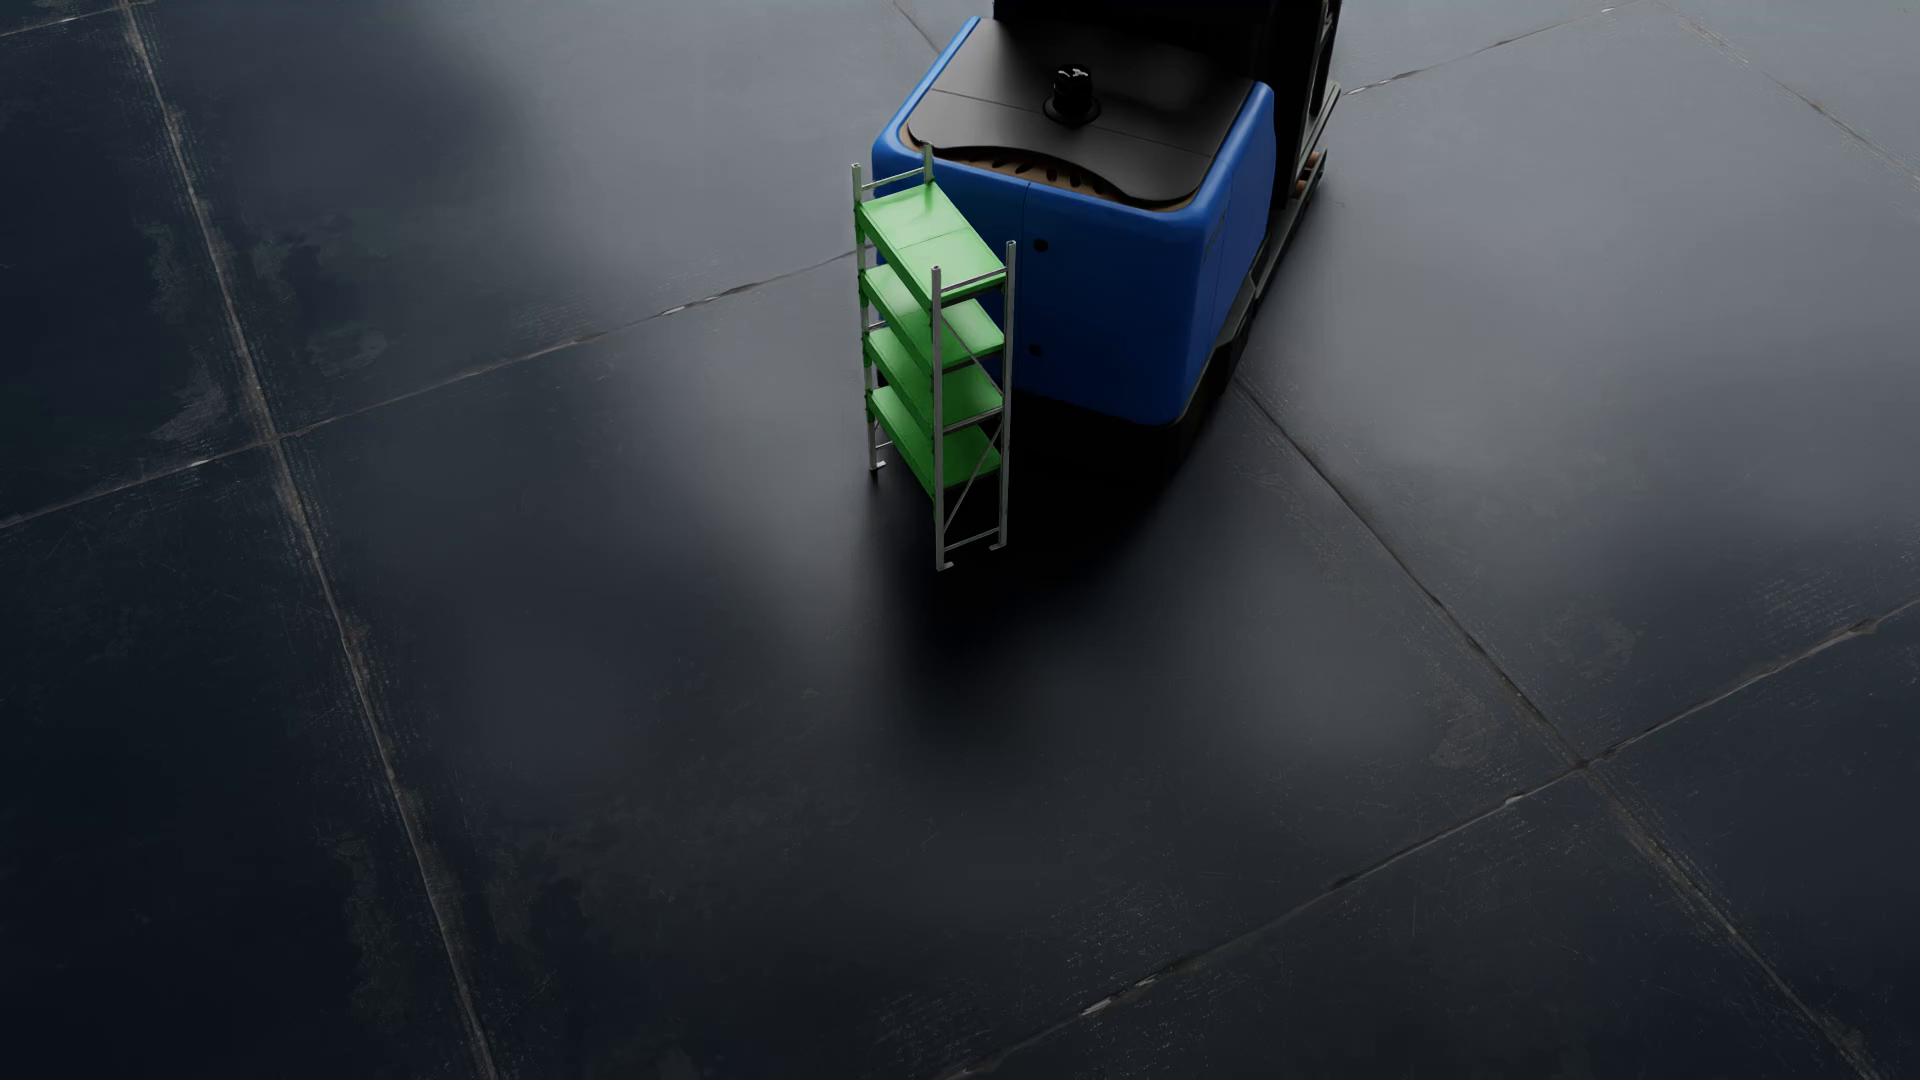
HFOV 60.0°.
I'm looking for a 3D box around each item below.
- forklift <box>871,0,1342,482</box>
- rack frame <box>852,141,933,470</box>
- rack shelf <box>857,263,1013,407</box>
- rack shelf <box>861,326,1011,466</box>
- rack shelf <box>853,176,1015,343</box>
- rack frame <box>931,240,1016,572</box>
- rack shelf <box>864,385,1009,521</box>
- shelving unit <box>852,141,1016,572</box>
[{"bbox_3d":[0.760,-2.280,5.297,1.130,2.935,3.031,17,51,15],"label":"forklift"},{"bbox_3d":[-0.187,-0.669,5.038,0.240,1.200,0.015,-21,52,-18],"label":"rack frame"},{"bbox_3d":[-0.076,-0.622,4.763,0.258,0.148,0.480,-21,52,-18],"label":"rack shelf"},{"bbox_3d":[-0.076,-0.464,4.943,0.258,0.148,0.480,-21,52,-18],"label":"rack shelf"},{"bbox_3d":[-0.076,-0.780,4.582,0.258,0.148,0.480,-21,52,-18],"label":"rack shelf"},{"bbox_3d":[0.036,-0.342,4.752,0.240,1.200,0.015,-21,52,-18],"label":"rack frame"},{"bbox_3d":[-0.076,-0.306,5.124,0.258,0.148,0.480,-21,52,-18],"label":"rack shelf"},{"bbox_3d":[-0.076,-0.506,4.895,0.258,1.200,0.503,-21,52,-18],"label":"shelving unit"}]
